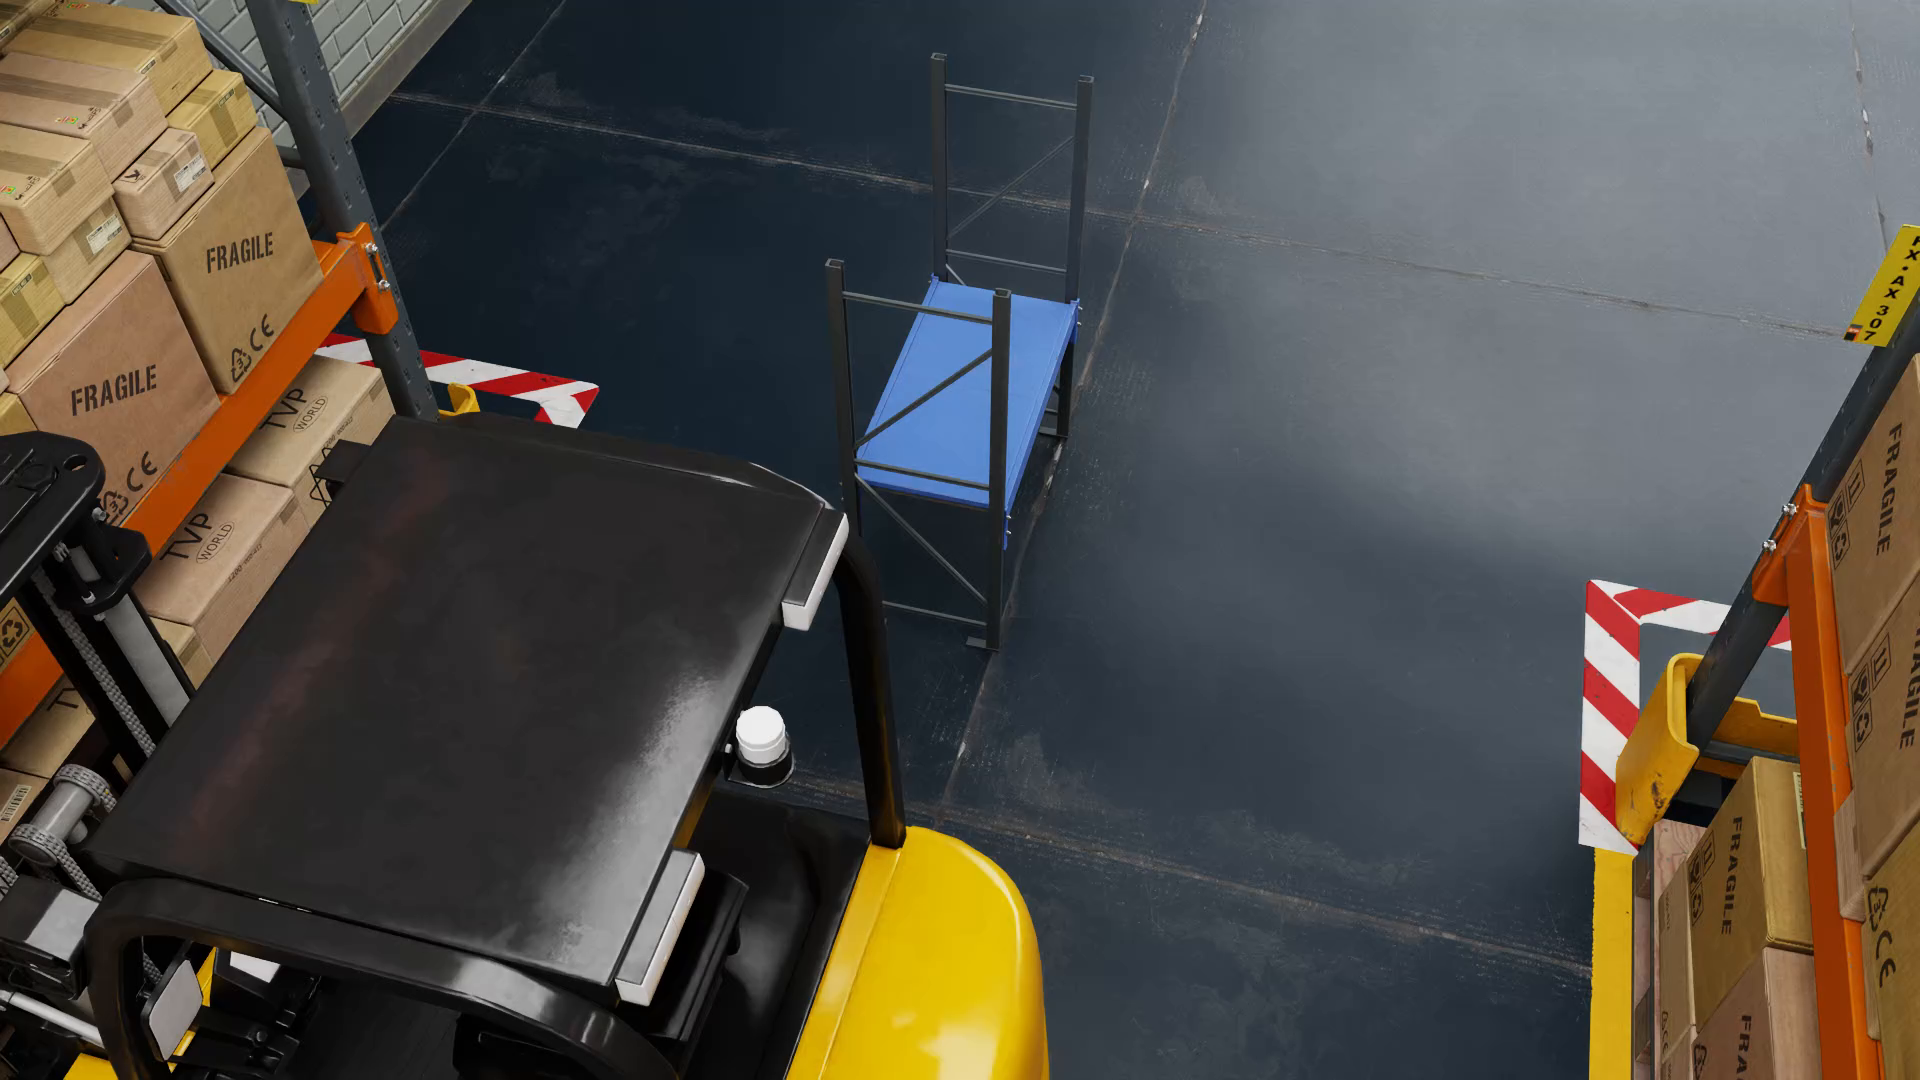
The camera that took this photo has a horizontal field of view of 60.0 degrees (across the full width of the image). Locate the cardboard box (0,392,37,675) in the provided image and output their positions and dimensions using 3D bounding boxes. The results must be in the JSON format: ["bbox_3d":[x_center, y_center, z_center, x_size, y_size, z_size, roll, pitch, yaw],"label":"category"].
[{"bbox_3d":[-2.361,-0.020,3.701,0.500,0.500,0.500,11,49,9],"label":"cardboard box"}]

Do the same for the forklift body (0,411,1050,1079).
[{"bbox_3d":[-0.944,0.873,3.545,2.313,2.155,1.214,12,50,10],"label":"forklift body"}]

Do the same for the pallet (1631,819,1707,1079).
[{"bbox_3d":[2.317,1.396,4.377,1.003,0.211,1.213,12,50,10],"label":"pallet"}]

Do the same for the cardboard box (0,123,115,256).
[{"bbox_3d":[-2.174,-0.805,3.763,0.380,0.149,0.250,13,50,11],"label":"cardboard box"}]

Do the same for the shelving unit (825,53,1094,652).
[{"bbox_3d":[0.022,-0.558,5.242,0.538,1.500,1.048,12,50,10],"label":"shelving unit"}]

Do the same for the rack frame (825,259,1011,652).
[{"bbox_3d":[-0.111,-0.190,4.918,0.500,1.500,0.032,12,50,10],"label":"rack frame"}]

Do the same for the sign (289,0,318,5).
[{"bbox_3d":[-1.685,-1.484,4.128,0.100,0.325,0.005,12,50,10],"label":"sign"}]

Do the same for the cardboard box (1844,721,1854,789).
[{"bbox_3d":[2.095,0.487,3.487,0.380,0.149,0.250,10,49,9],"label":"cardboard box"}]

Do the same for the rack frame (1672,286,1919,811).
[{"bbox_3d":[2.585,-0.162,3.893,1.000,3.000,0.127,12,50,10],"label":"rack frame"}]

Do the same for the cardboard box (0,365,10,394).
[{"bbox_3d":[-2.293,-0.335,3.546,0.380,0.149,0.250,10,49,9],"label":"cardboard box"}]

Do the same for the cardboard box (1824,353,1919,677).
[{"bbox_3d":[2.193,-0.006,3.490,0.500,0.500,0.500,11,49,9],"label":"cardboard box"}]

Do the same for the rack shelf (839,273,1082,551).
[{"bbox_3d":[0.022,-0.439,5.377,0.538,0.185,1.000,12,50,10],"label":"rack shelf"}]

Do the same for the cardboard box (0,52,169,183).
[{"bbox_3d":[-2.131,-1.000,3.934,0.380,0.149,0.250,12,50,10],"label":"cardboard box"}]

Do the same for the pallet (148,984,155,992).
[{"bbox_3d":[-2.689,1.225,4.528,1.003,0.211,1.213,12,50,10],"label":"pallet"}]

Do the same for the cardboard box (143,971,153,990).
[{"bbox_3d":[-2.419,1.132,4.304,0.500,0.250,0.500,13,50,11],"label":"cardboard box"}]

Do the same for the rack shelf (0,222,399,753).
[{"bbox_3d":[-2.731,0.546,3.748,1.077,0.370,4.000,12,50,10],"label":"rack shelf"}]

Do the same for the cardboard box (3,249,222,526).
[{"bbox_3d":[-2.227,-0.391,4.028,0.500,0.500,0.500,13,50,11],"label":"cardboard box"}]

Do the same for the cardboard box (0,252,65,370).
[{"bbox_3d":[-2.268,-0.537,3.724,0.380,0.149,0.250,11,50,10],"label":"cardboard box"}]

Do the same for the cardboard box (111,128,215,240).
[{"bbox_3d":[-2.064,-0.890,4.036,0.380,0.149,0.250,12,50,11],"label":"cardboard box"}]

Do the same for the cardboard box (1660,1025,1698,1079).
[{"bbox_3d":[1.964,1.505,3.975,0.500,0.250,0.500,13,50,11],"label":"cardboard box"}]

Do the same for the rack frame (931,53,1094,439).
[{"bbox_3d":[0.156,-0.926,5.567,0.500,1.500,0.032,12,50,10],"label":"rack frame"}]

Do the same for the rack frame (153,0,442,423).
[{"bbox_3d":[-2.205,-1.139,4.755,1.000,3.000,0.127,12,50,10],"label":"rack frame"}]

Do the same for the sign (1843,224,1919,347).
[{"bbox_3d":[2.061,-0.556,3.662,0.100,0.325,0.005,12,50,10],"label":"sign"}]

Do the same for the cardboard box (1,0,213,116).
[{"bbox_3d":[-2.096,-1.185,4.097,0.380,0.149,0.250,12,50,10],"label":"cardboard box"}]

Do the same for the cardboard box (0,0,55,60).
[{"bbox_3d":[-2.499,-1.285,4.185,0.380,0.149,0.250,11,49,9],"label":"cardboard box"}]

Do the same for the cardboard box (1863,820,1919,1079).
[{"bbox_3d":[1.926,0.738,2.833,0.500,0.500,0.500,11,49,9],"label":"cardboard box"}]

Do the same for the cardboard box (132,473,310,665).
[{"bbox_3d":[-2.154,0.066,4.578,0.500,0.250,0.500,12,50,11],"label":"cardboard box"}]

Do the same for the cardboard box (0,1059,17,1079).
[{"bbox_3d":[-2.558,1.345,3.783,0.500,0.250,0.500,11,50,10],"label":"cardboard box"}]

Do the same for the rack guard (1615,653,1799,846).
[{"bbox_3d":[2.565,0.720,4.781,1.175,0.500,0.348,12,50,10],"label":"rack guard"}]

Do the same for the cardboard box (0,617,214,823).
[{"bbox_3d":[-2.277,0.433,4.254,0.500,0.250,0.500,12,50,11],"label":"cardboard box"}]

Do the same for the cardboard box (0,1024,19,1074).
[{"bbox_3d":[-2.425,0.979,4.105,0.500,0.250,0.500,11,50,10],"label":"cardboard box"}]

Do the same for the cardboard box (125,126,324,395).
[{"bbox_3d":[-2.081,-0.764,4.357,0.500,0.500,0.500,11,49,9],"label":"cardboard box"}]

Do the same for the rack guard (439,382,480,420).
[{"bbox_3d":[-2.199,-0.329,5.707,1.175,0.500,0.348,12,50,10],"label":"rack guard"}]

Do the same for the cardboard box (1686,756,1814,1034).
[{"bbox_3d":[2.100,0.907,4.003,0.500,0.500,0.500,10,49,9],"label":"cardboard box"}]

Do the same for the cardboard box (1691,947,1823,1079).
[{"bbox_3d":[1.967,1.286,3.668,0.500,0.500,0.500,10,49,9],"label":"cardboard box"}]

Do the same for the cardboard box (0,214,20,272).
[{"bbox_3d":[-2.311,-0.640,3.617,0.380,0.149,0.250,12,50,10],"label":"cardboard box"}]

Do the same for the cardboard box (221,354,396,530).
[{"bbox_3d":[-2.025,-0.304,4.905,0.500,0.250,0.500,13,50,11],"label":"cardboard box"}]

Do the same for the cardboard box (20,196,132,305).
[{"bbox_3d":[-2.192,-0.714,3.881,0.380,0.149,0.250,12,50,11],"label":"cardboard box"}]

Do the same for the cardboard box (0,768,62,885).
[{"bbox_3d":[-2.418,0.798,3.932,0.500,0.250,0.500,11,49,9],"label":"cardboard box"}]

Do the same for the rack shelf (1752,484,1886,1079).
[{"bbox_3d":[2.058,1.522,2.886,1.077,0.370,4.000,12,50,10],"label":"rack shelf"}]

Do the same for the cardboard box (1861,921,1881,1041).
[{"bbox_3d":[1.948,0.855,3.162,0.380,0.149,0.250,13,50,11],"label":"cardboard box"}]

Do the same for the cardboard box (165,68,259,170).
[{"bbox_3d":[-2.026,-1.081,4.204,0.380,0.149,0.250,12,50,11],"label":"cardboard box"}]

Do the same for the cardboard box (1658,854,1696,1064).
[{"bbox_3d":[2.106,1.137,4.299,0.500,0.250,0.500,11,50,10],"label":"cardboard box"}]

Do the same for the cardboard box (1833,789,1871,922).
[{"bbox_3d":[1.984,0.661,3.333,0.380,0.149,0.250,12,50,11],"label":"cardboard box"}]

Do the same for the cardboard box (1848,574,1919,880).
[{"bbox_3d":[2.059,0.369,3.158,0.500,0.500,0.500,13,50,11],"label":"cardboard box"}]
